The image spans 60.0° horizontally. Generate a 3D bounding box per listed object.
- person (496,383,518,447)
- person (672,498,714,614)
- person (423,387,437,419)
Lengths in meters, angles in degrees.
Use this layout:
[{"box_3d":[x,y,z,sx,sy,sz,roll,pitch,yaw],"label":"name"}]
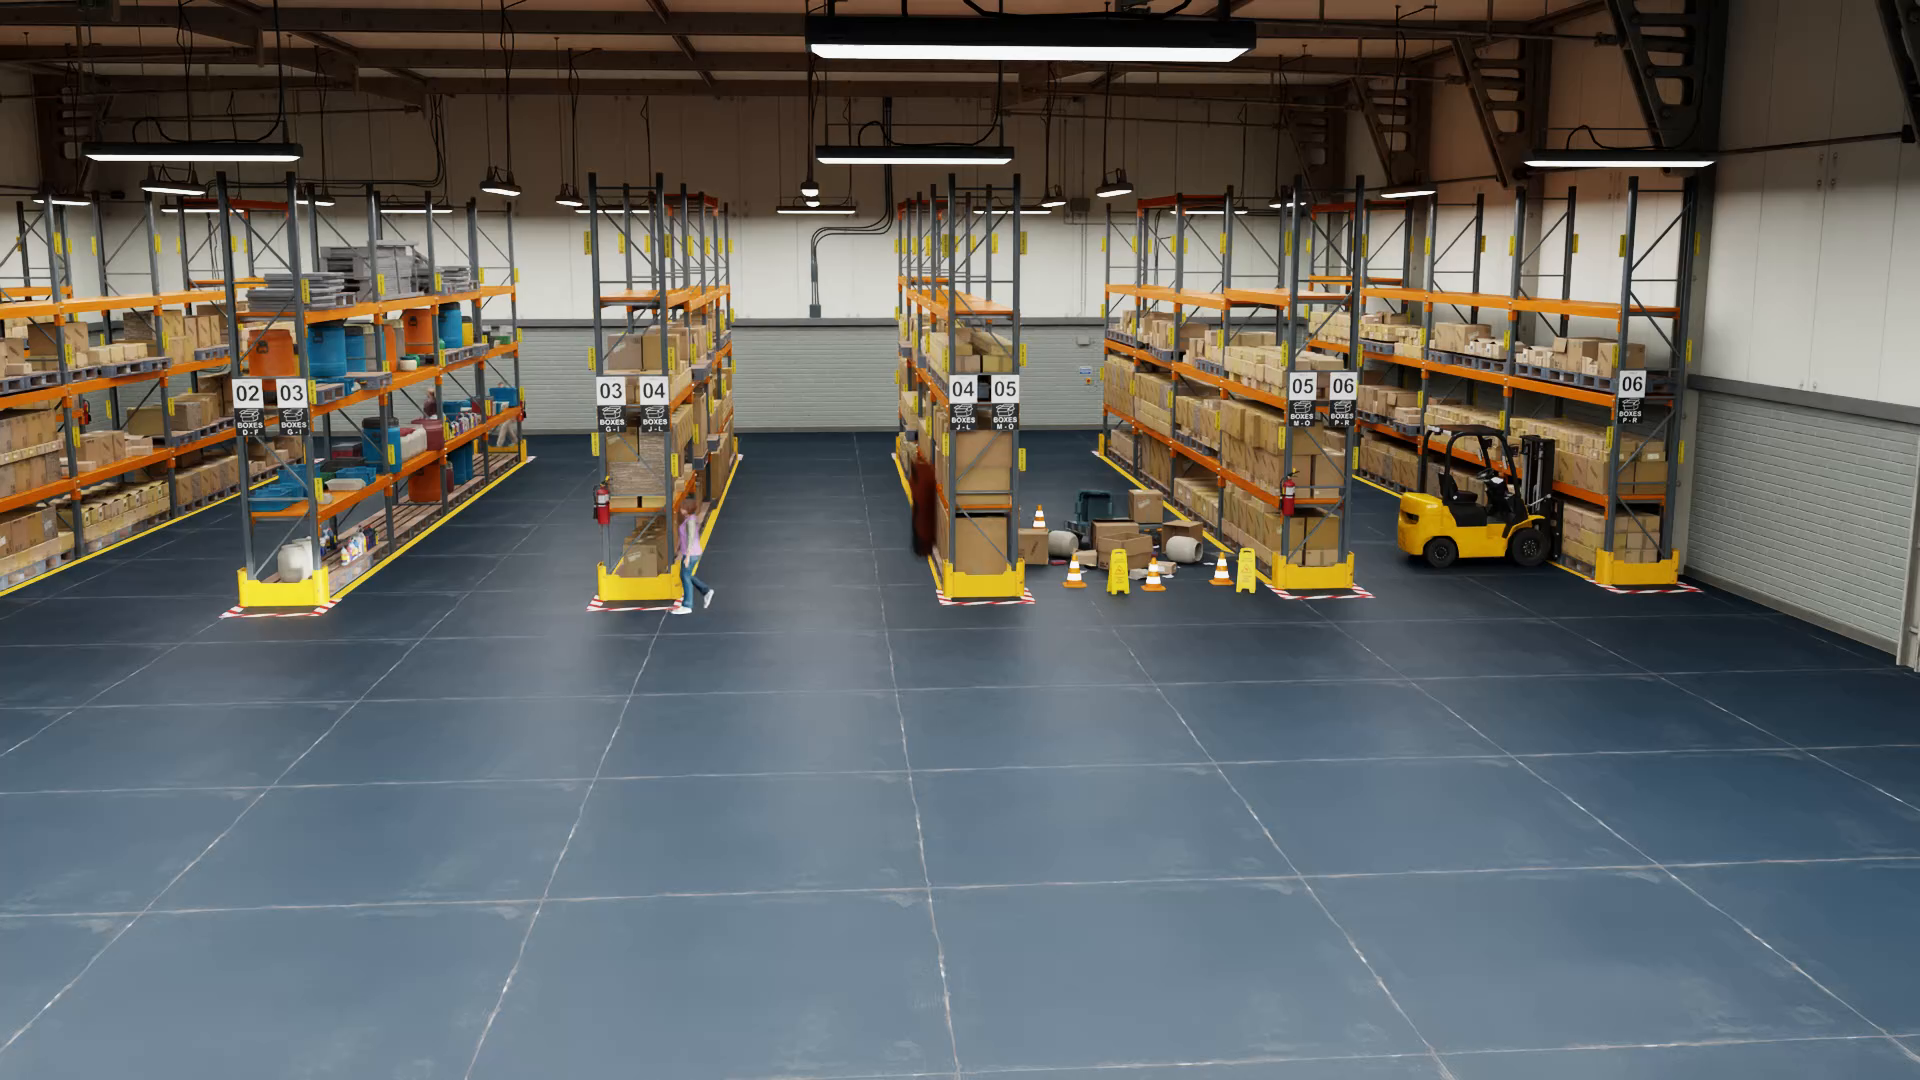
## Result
[{"box_3d":[-11.311,-3.022,41.128,0.512,1.556,1.114,6,11,29],"label":"person"},{"box_3d":[-3.693,0.210,22.883,0.589,1.594,0.459,-2,10,-11],"label":"person"},{"box_3d":[-12.167,-2.644,38.528,0.580,1.778,0.684,3,10,17],"label":"person"}]
